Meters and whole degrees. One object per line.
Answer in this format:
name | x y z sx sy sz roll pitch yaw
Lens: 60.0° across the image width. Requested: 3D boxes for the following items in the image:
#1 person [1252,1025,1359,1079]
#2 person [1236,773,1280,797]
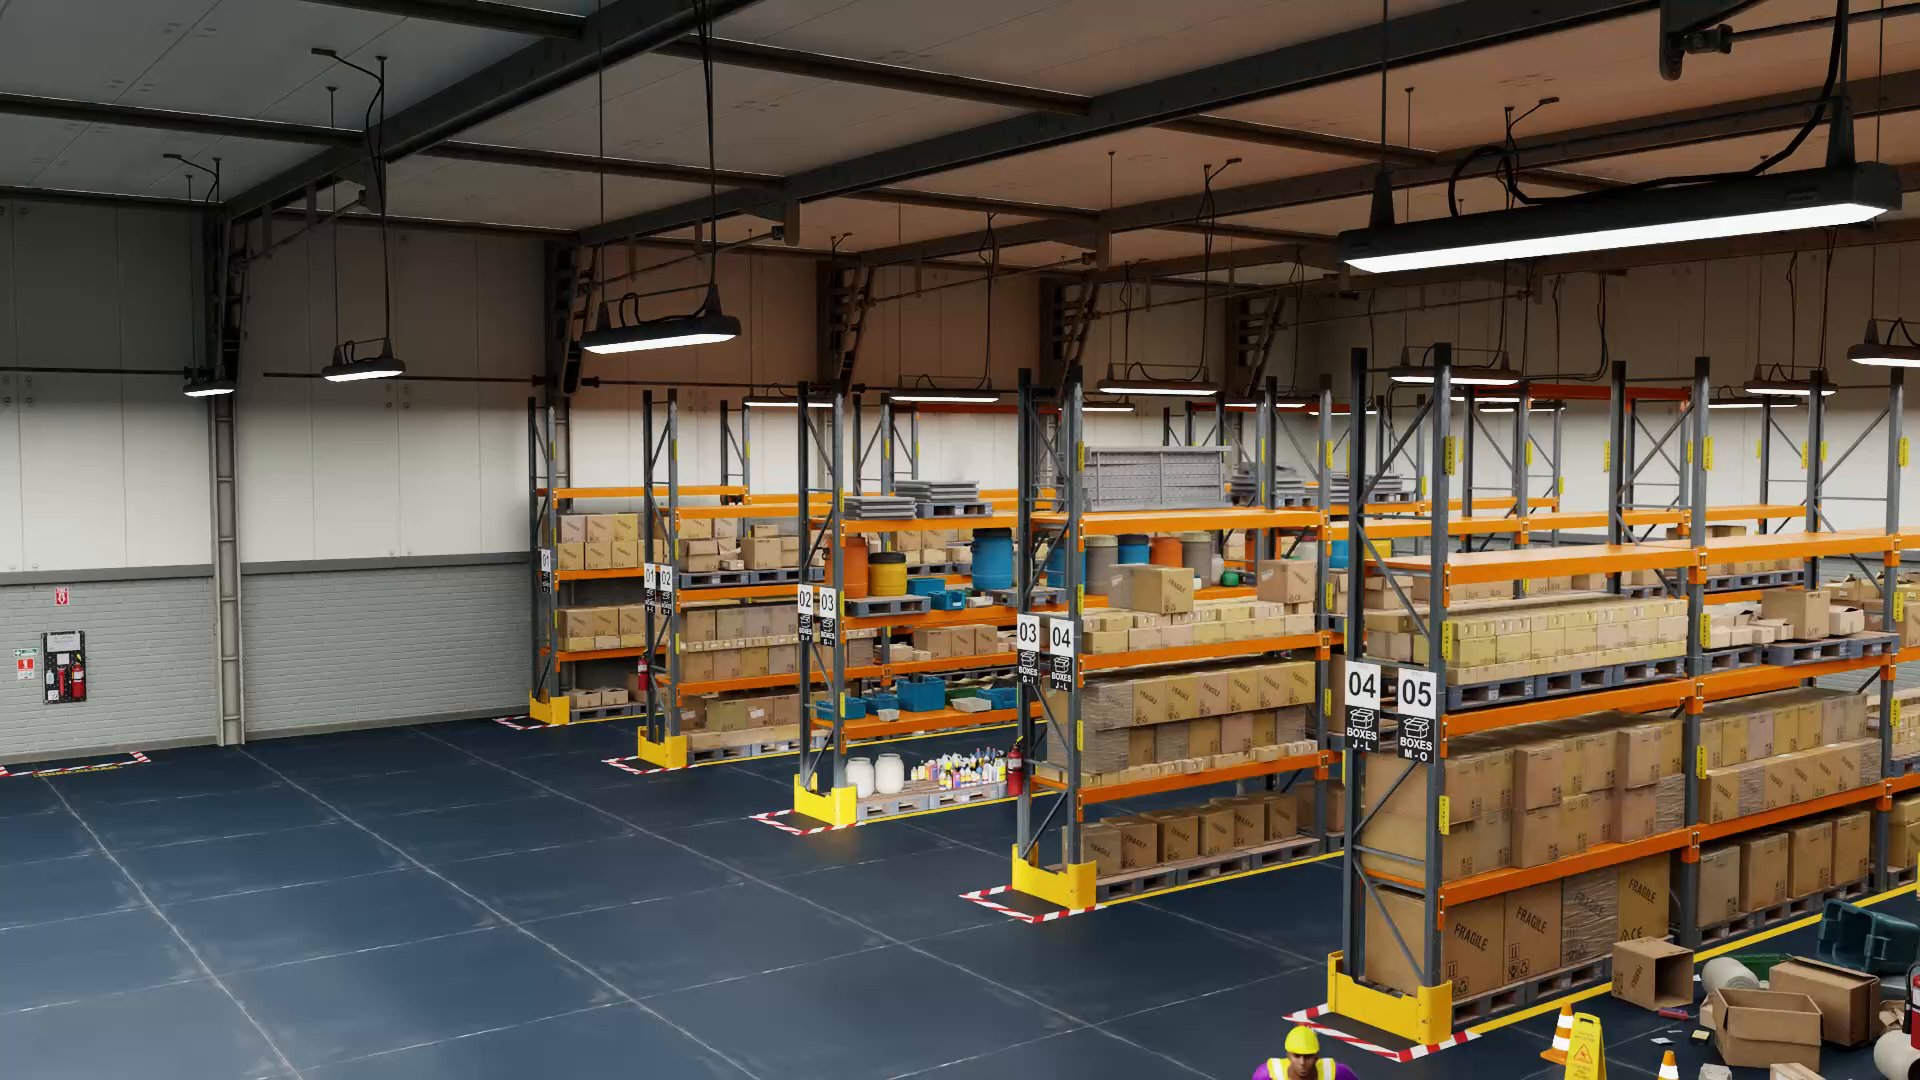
person | 2.083 3.733 10.069 0.676 1.696 0.710 1 3 15
person | 4.170 3.013 23.549 0.926 1.579 0.520 -3 4 -41
